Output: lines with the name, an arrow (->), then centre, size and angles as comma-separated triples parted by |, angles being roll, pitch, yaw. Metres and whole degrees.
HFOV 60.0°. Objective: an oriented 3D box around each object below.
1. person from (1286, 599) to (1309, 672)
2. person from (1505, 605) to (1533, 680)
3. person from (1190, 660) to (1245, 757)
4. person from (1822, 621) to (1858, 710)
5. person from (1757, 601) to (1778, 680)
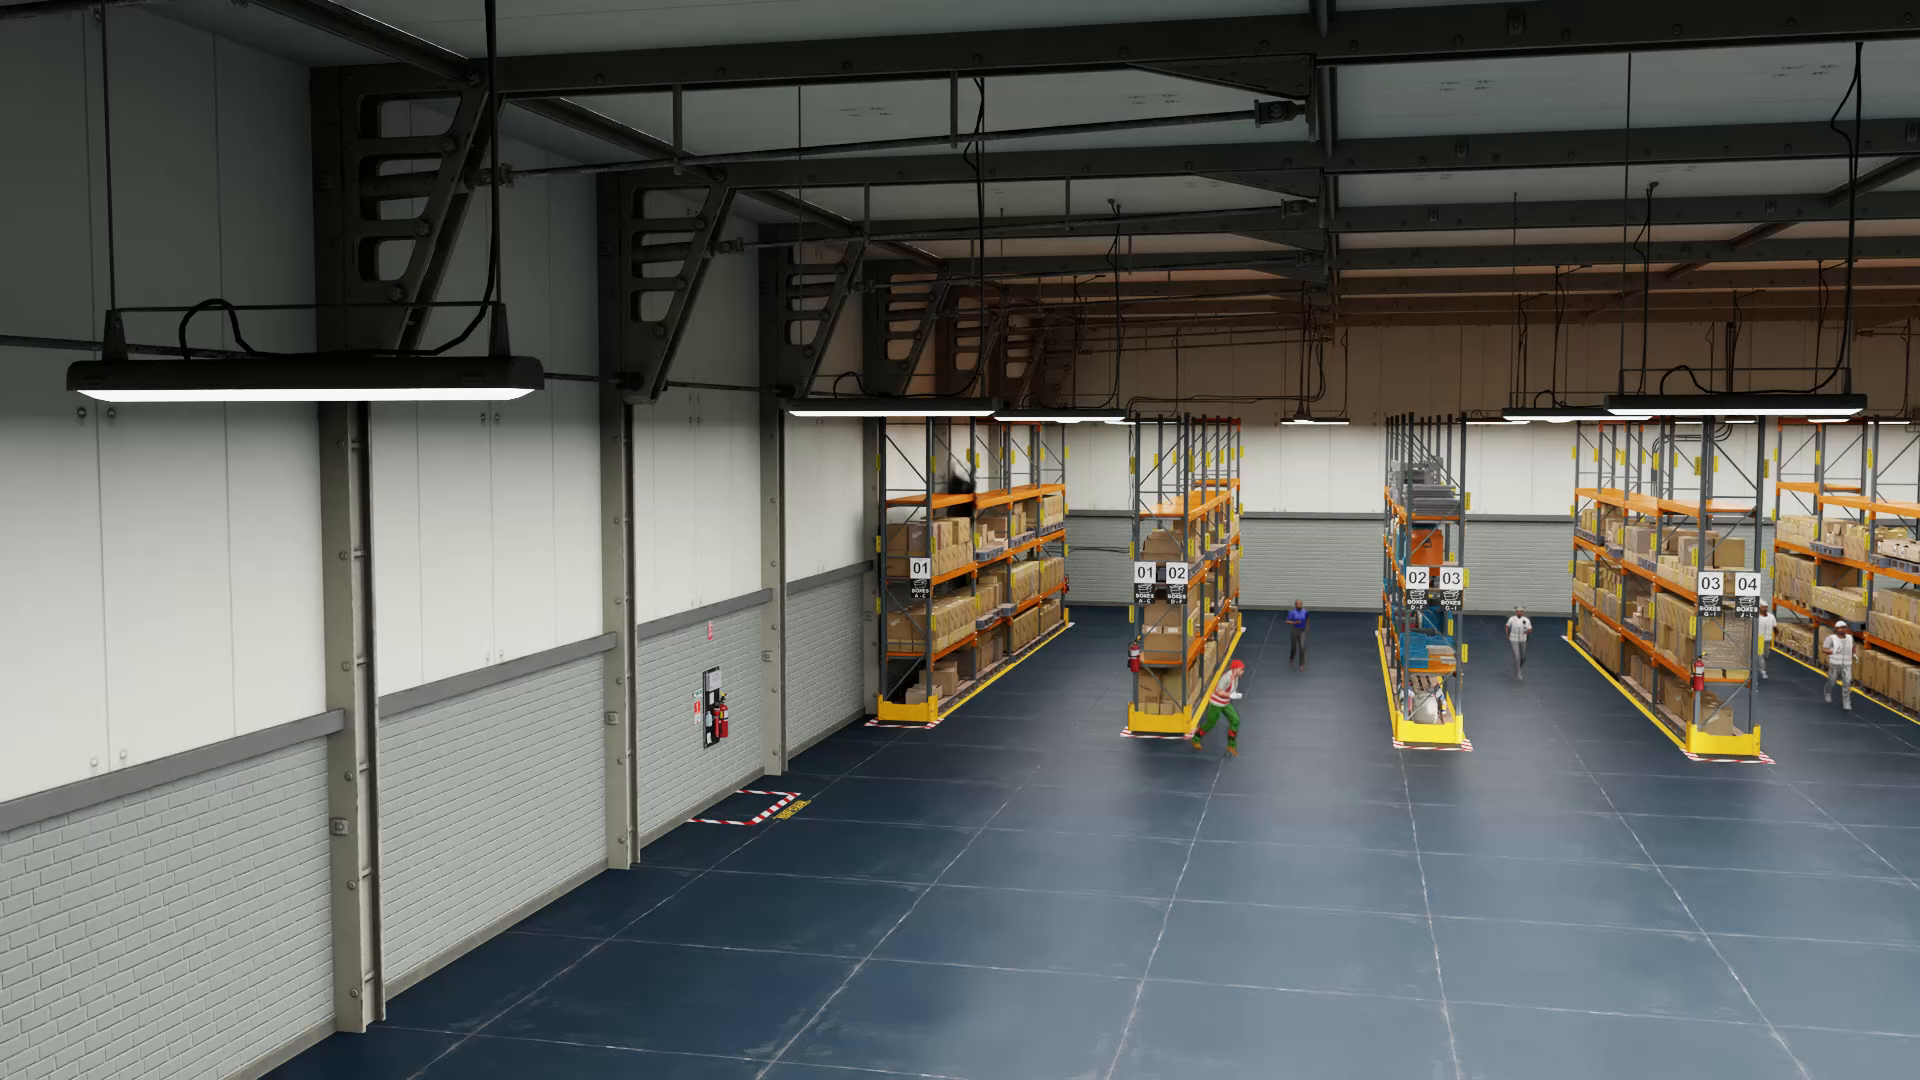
person -> 7.967, 2.221, 39.225 | 0.604, 1.663, 0.900 | 0, 4, -1
person -> 12.740, 2.304, 37.922 | 0.578, 1.674, 0.865 | 1, 4, 10
person -> 4.529, 2.931, 29.126 | 1.036, 1.729, 0.705 | 3, 5, 34
person -> 17.902, 2.527, 33.819 | 0.696, 1.761, 0.991 | 1, 4, 11
person -> 18.397, 2.277, 38.169 | 0.700, 1.762, 0.881 | 0, 4, 5
